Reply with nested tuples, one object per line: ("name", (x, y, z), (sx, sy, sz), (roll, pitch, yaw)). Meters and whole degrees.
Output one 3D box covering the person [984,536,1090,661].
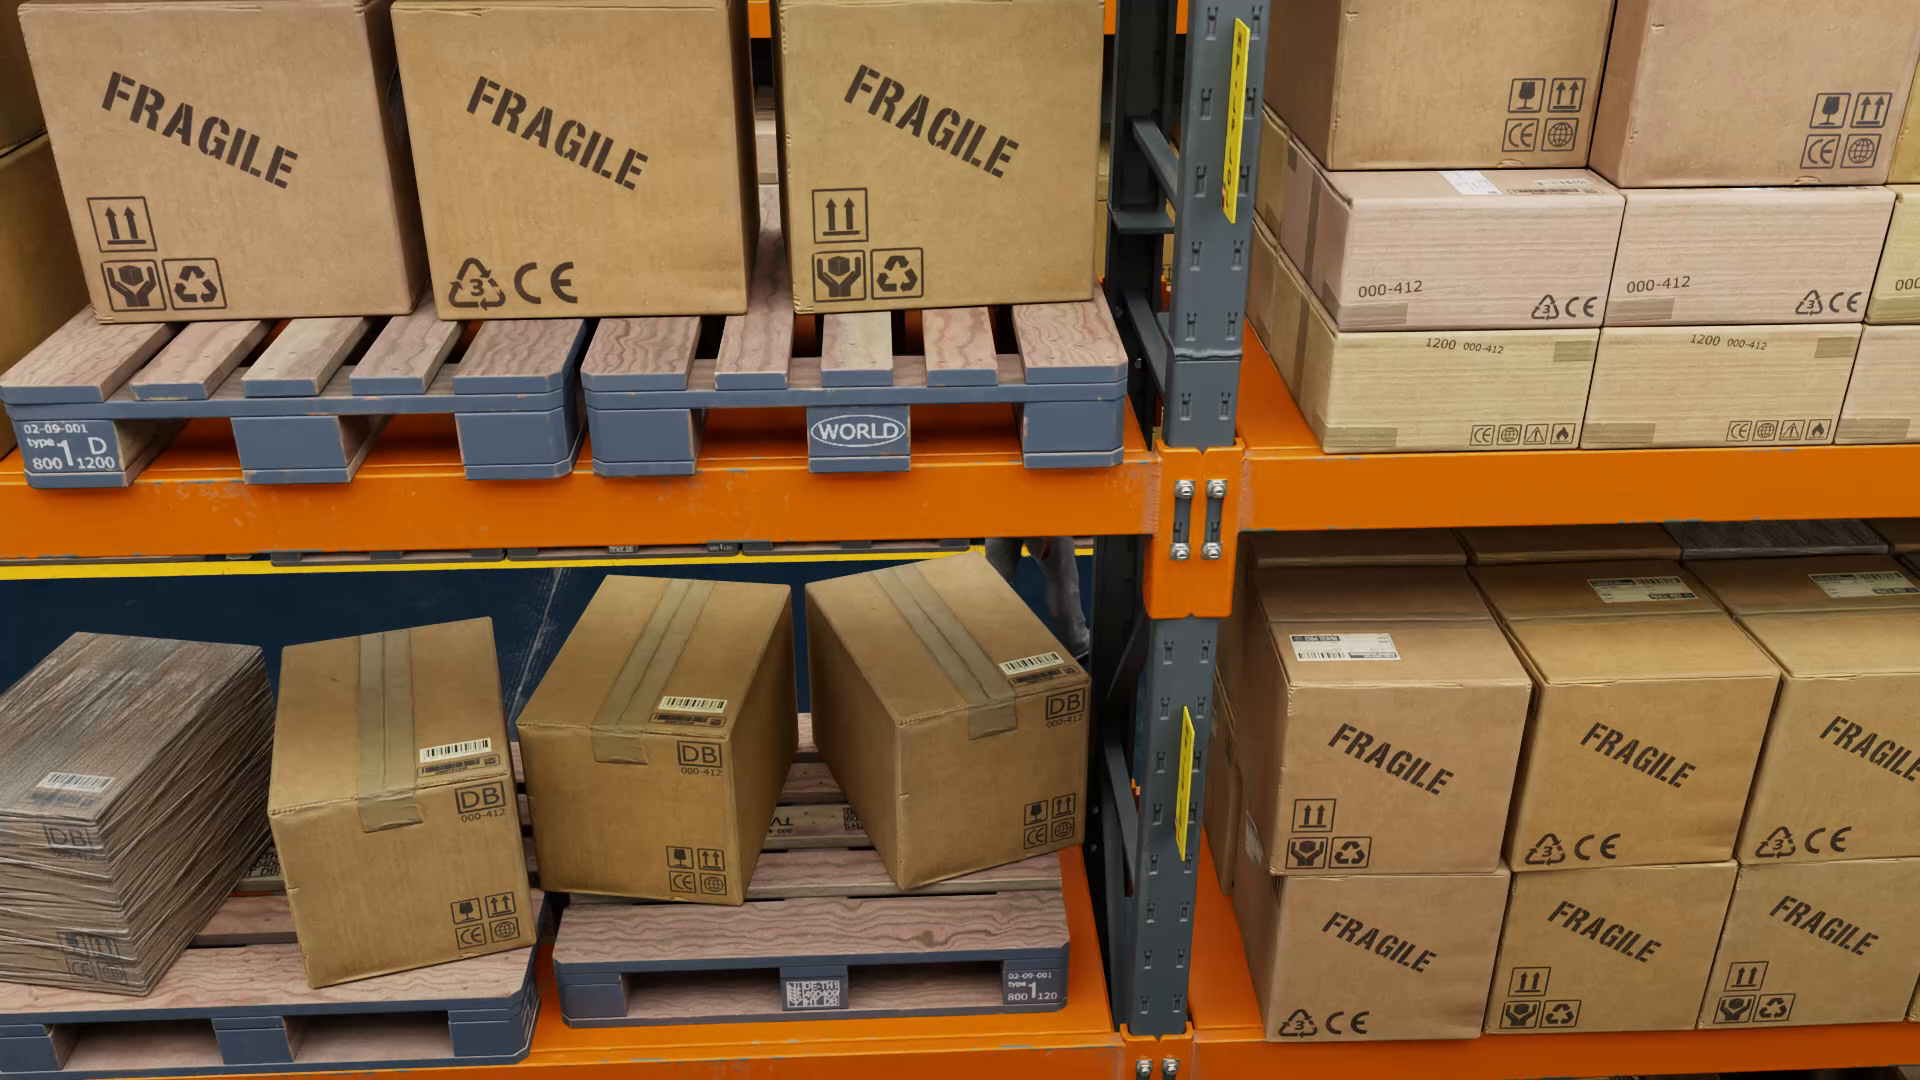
("person", (0.356, -0.187, 7.452), (0.707, 1.654, 0.471), (-23, 36, -37))
